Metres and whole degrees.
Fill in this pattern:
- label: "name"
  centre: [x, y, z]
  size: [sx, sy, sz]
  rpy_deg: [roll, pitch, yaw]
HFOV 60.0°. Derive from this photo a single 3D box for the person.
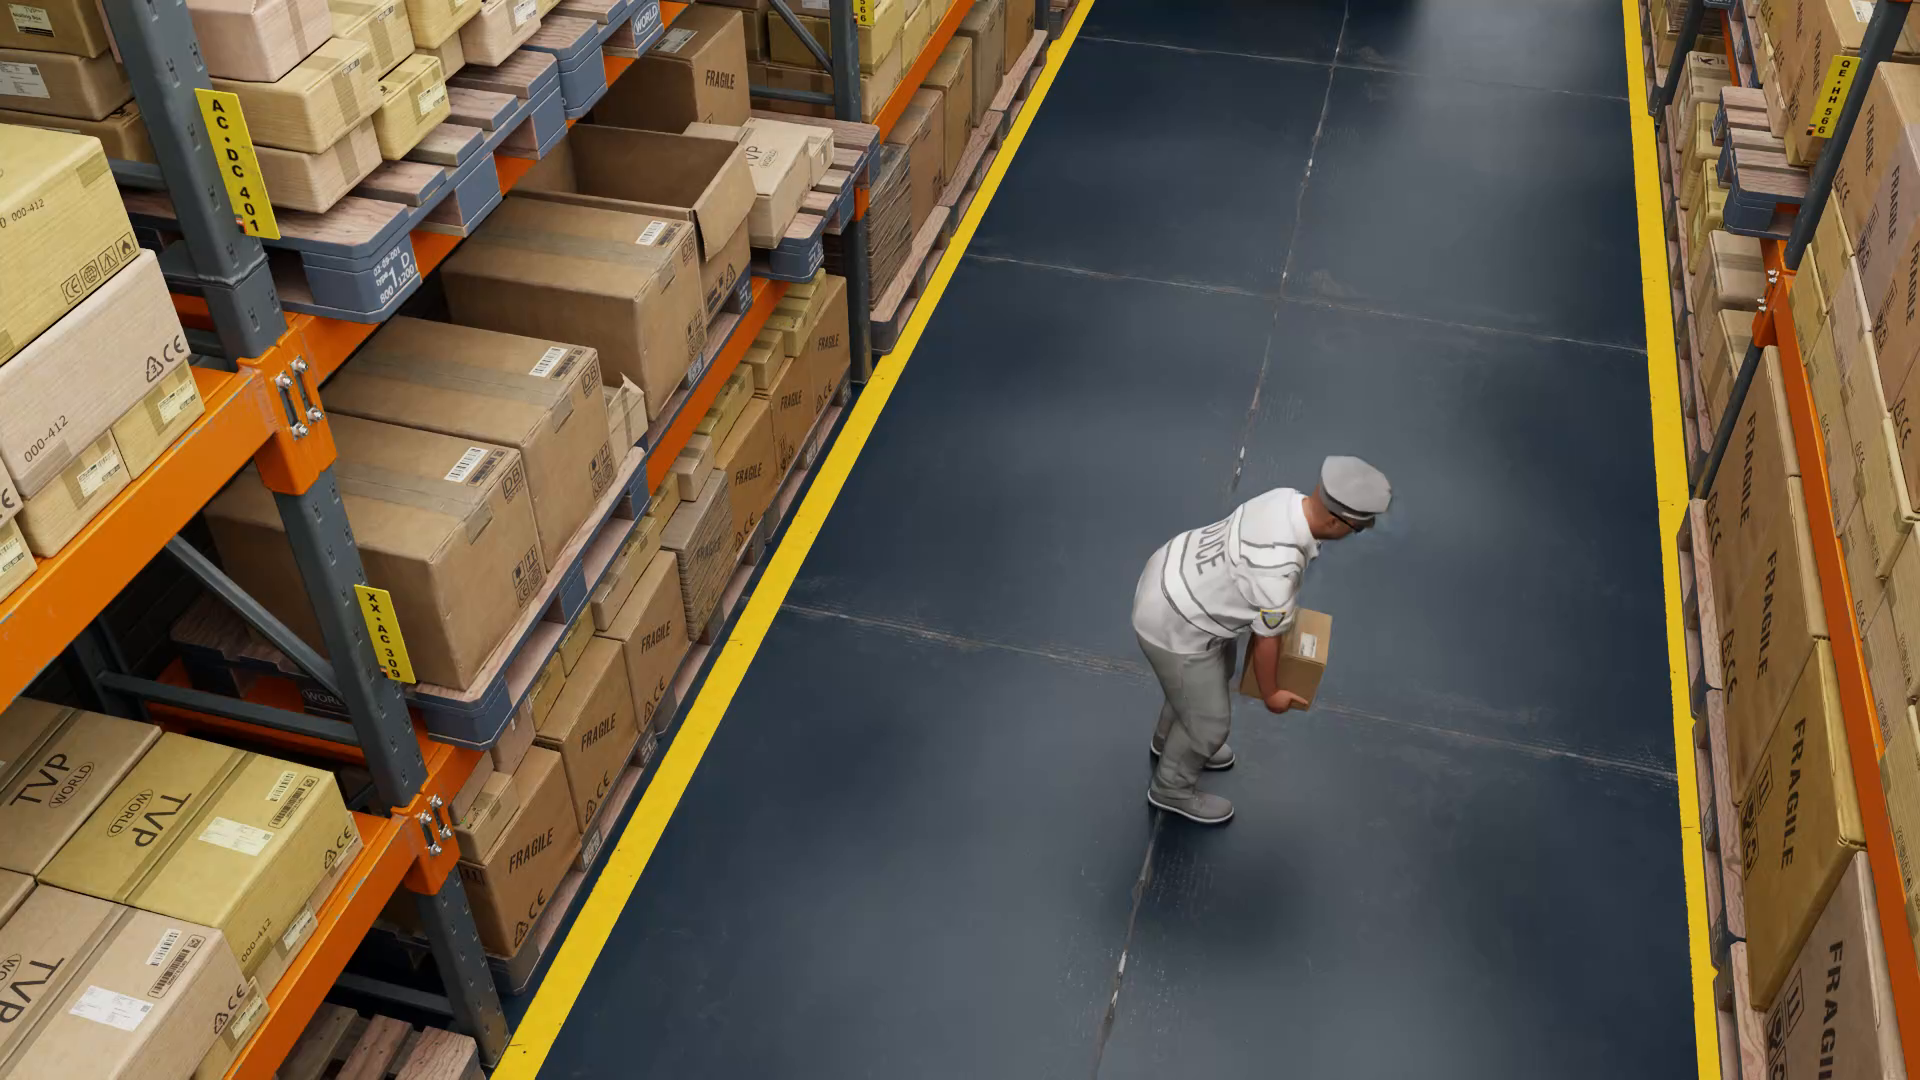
- label: "person"
  centre: [1.001, 0.348, 5.879]
  size: [0.793, 1.591, 0.467]
  rpy_deg: [9, 42, 11]
